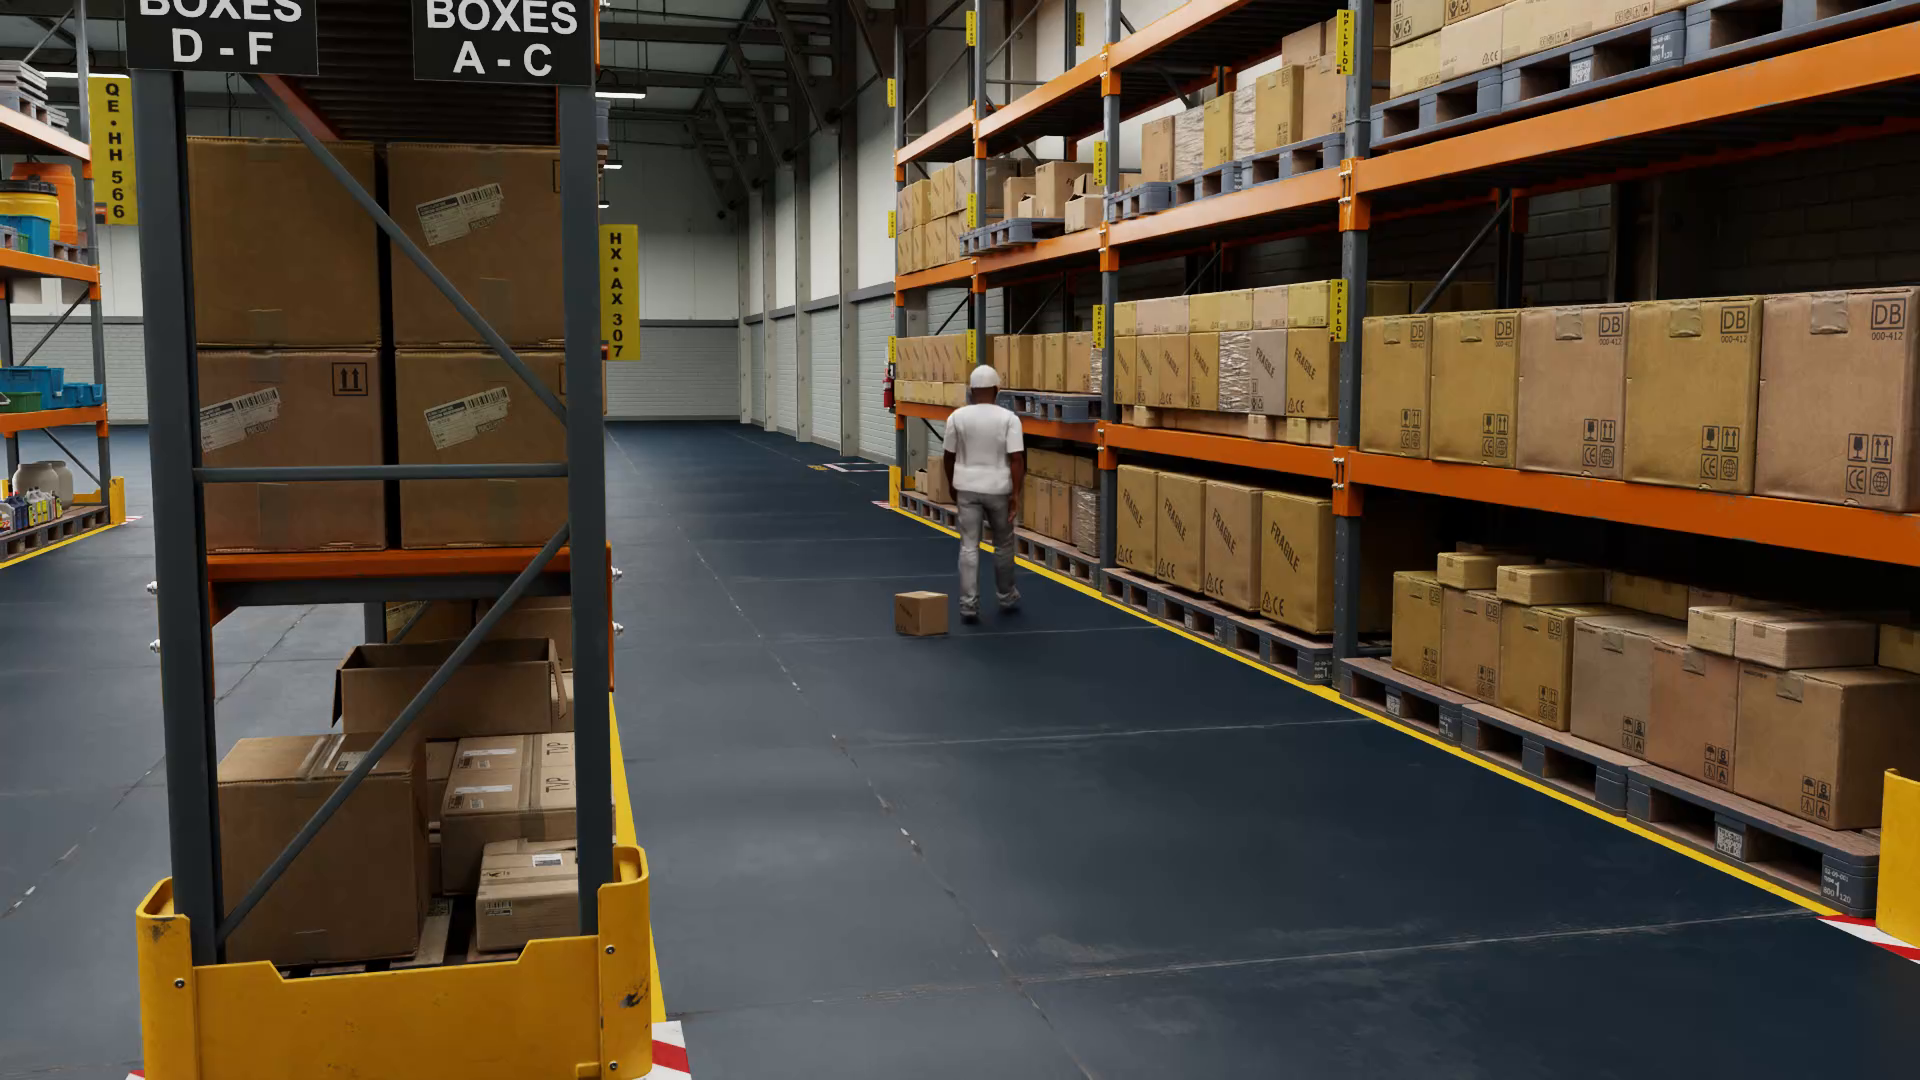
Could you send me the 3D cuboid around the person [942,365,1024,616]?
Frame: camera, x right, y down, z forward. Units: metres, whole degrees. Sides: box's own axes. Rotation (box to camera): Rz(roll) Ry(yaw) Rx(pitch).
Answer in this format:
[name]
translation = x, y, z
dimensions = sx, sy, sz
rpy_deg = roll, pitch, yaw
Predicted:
[person]
translation = 0.174, -0.362, 11.662
dimensions = 0.572, 1.725, 0.925
rpy_deg = 1, 6, 5
